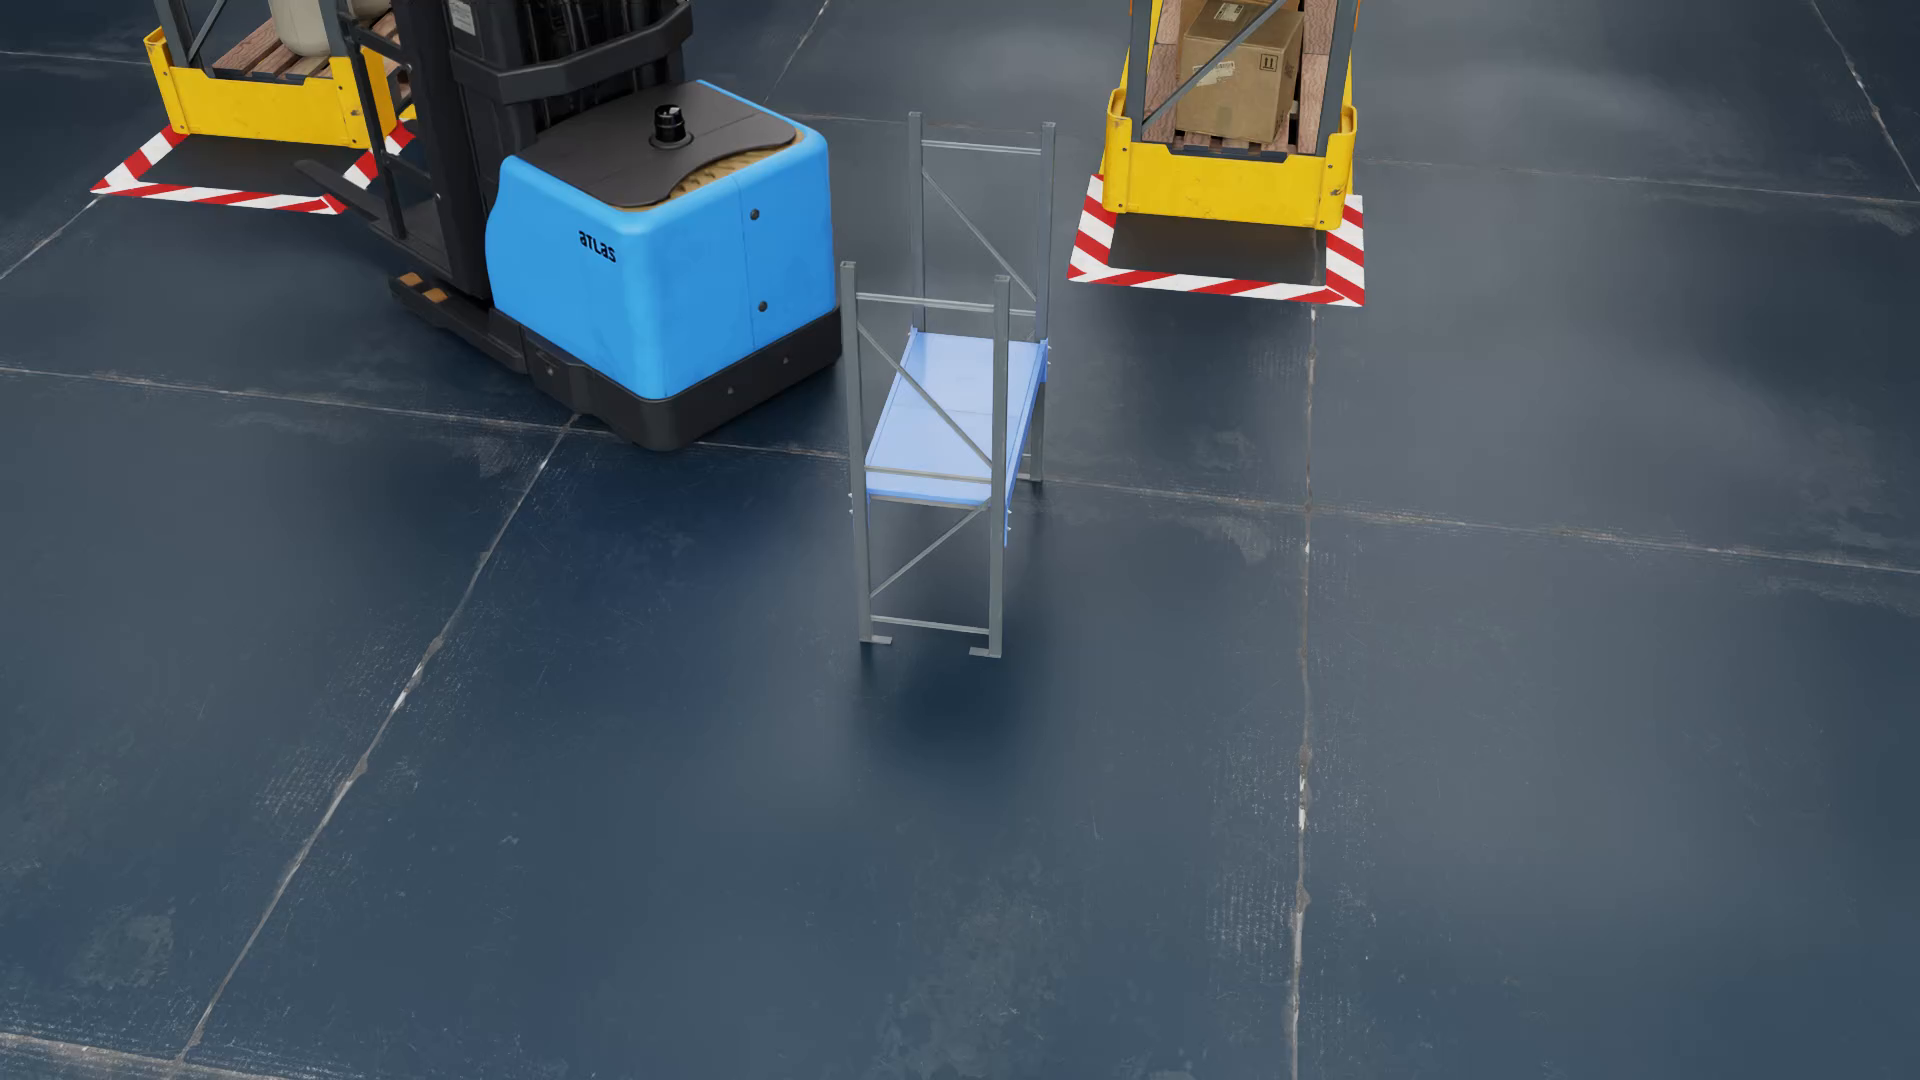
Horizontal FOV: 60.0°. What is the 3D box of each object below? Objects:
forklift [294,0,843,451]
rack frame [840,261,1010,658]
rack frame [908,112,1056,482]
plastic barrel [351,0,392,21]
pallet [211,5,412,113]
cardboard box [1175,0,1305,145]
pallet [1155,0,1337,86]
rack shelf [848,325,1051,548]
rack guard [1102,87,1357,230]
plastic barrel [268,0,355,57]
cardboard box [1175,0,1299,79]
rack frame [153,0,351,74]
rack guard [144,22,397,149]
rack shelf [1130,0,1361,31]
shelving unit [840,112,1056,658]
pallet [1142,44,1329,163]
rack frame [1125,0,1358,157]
[{"bbox_3d":[-1.923,-2.297,6.728,3.031,2.935,1.130,31,48,32],"label":"forklift"},{"bbox_3d":[-0.103,-0.205,5.321,0.500,1.500,0.032,6,40,8],"label":"rack frame"},{"bbox_3d":[0.073,-0.844,6.093,0.500,1.500,0.032,6,40,8],"label":"rack frame"},{"bbox_3d":[-3.466,-3.262,9.464,0.421,0.512,0.421,0,40,0],"label":"plastic barrel"},{"bbox_3d":[-3.479,-2.810,9.484,1.003,0.211,1.213,6,40,8],"label":"pallet"},{"bbox_3d":[1.411,-2.365,8.389,0.500,0.500,0.500,14,41,16],"label":"cardboard box"},{"bbox_3d":[1.688,-3.019,9.736,1.003,0.211,1.213,6,40,8],"label":"pallet"},{"bbox_3d":[-0.015,-0.386,5.822,0.538,0.185,1.000,6,40,8],"label":"rack shelf"},{"bbox_3d":[1.300,-1.861,8.109,1.175,0.500,0.348,6,40,8],"label":"rack guard"},{"bbox_3d":[-3.553,-2.947,9.084,0.421,0.512,0.421,0,40,0],"label":"plastic barrel"},{"bbox_3d":[1.481,-2.744,8.847,0.500,0.500,0.500,17,42,19],"label":"cardboard box"},{"bbox_3d":[-3.592,-3.323,7.915,1.000,3.000,0.127,6,40,8],"label":"rack frame"},{"bbox_3d":[-3.625,-2.412,8.776,1.175,0.500,0.348,6,40,8],"label":"rack guard"},{"bbox_3d":[1.633,-3.755,9.002,1.077,0.370,4.000,6,40,8],"label":"rack shelf"},{"bbox_3d":[-0.015,-0.524,5.707,0.538,1.500,1.048,6,40,8],"label":"shelving unit"},{"bbox_3d":[1.475,-2.256,8.813,1.003,0.211,1.213,6,40,8],"label":"pallet"},{"bbox_3d":[1.287,-2.777,7.255,1.000,3.000,0.127,6,40,8],"label":"rack frame"}]
